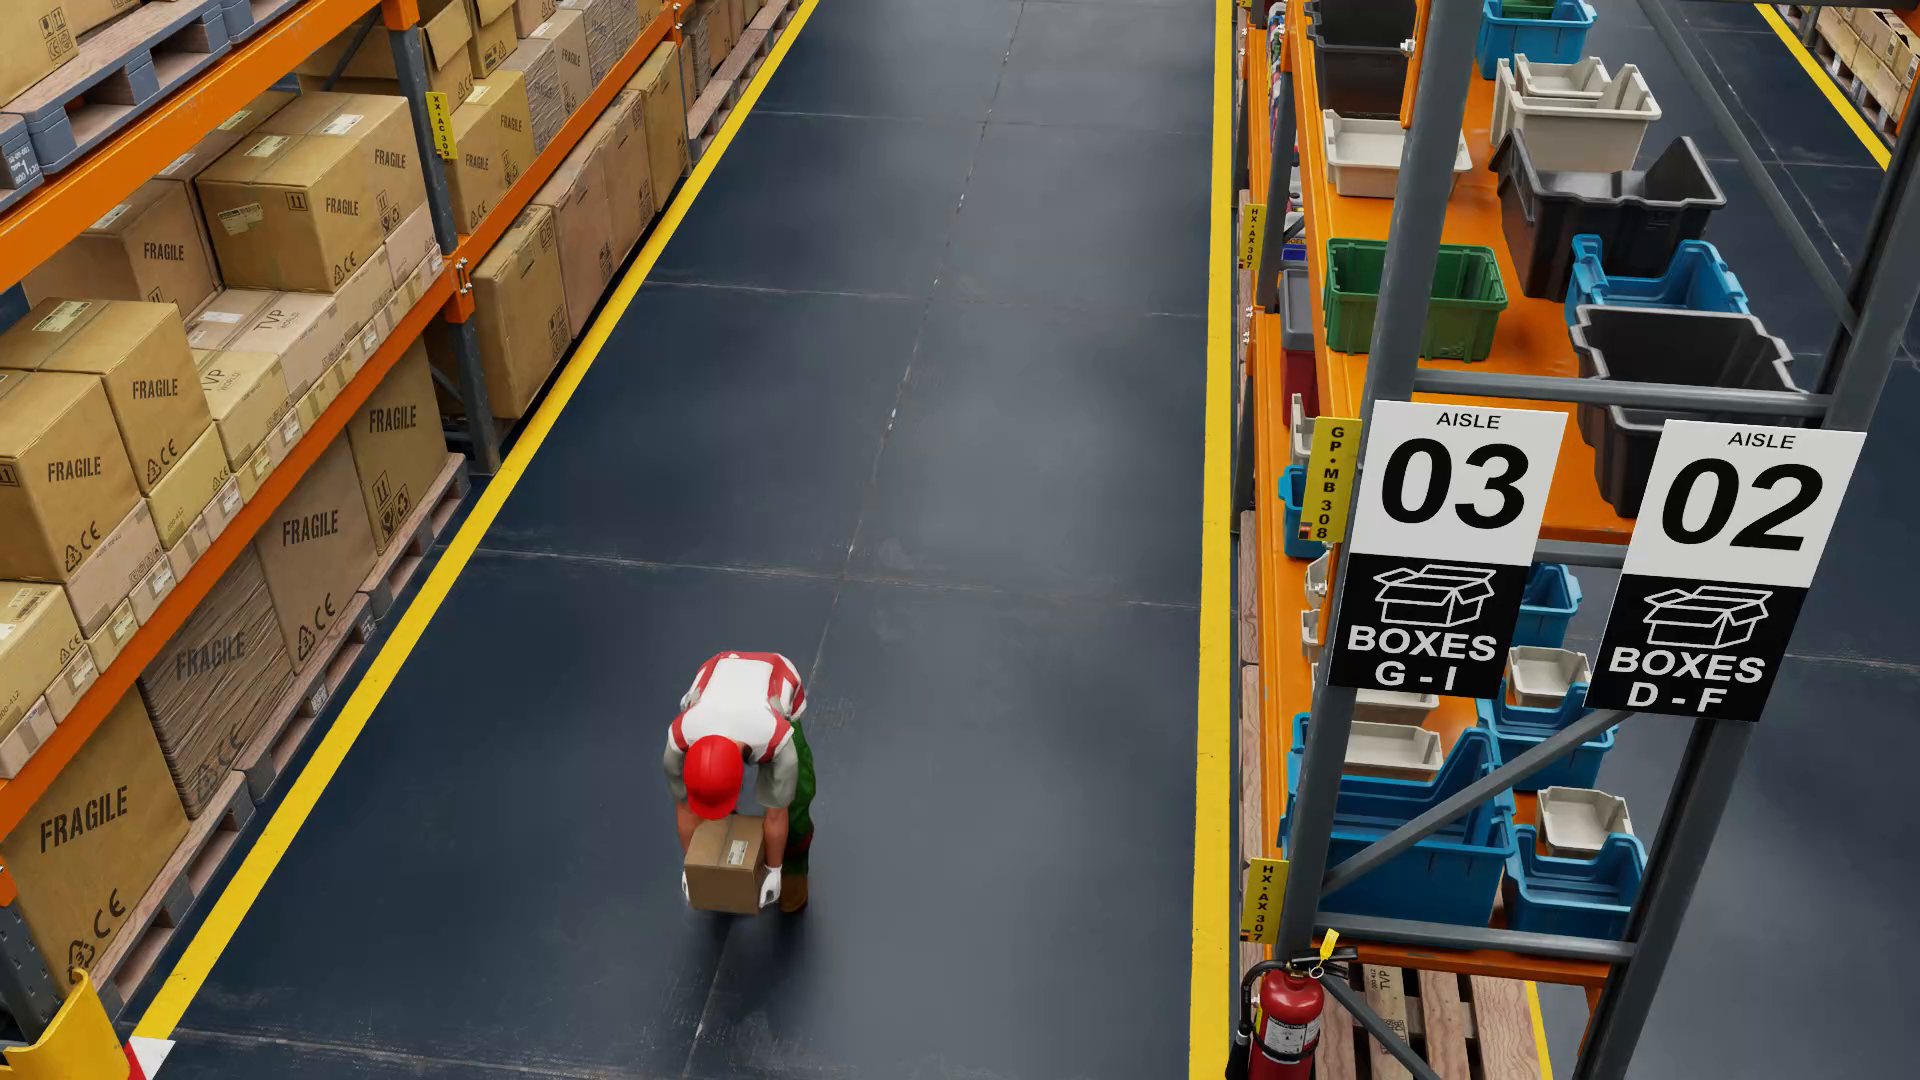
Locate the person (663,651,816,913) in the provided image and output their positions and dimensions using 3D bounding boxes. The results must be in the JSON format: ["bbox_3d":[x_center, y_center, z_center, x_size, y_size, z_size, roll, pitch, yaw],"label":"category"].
[{"bbox_3d":[-0.806,0.976,6.118,0.507,1.258,0.927,3,36,4],"label":"person"}]
